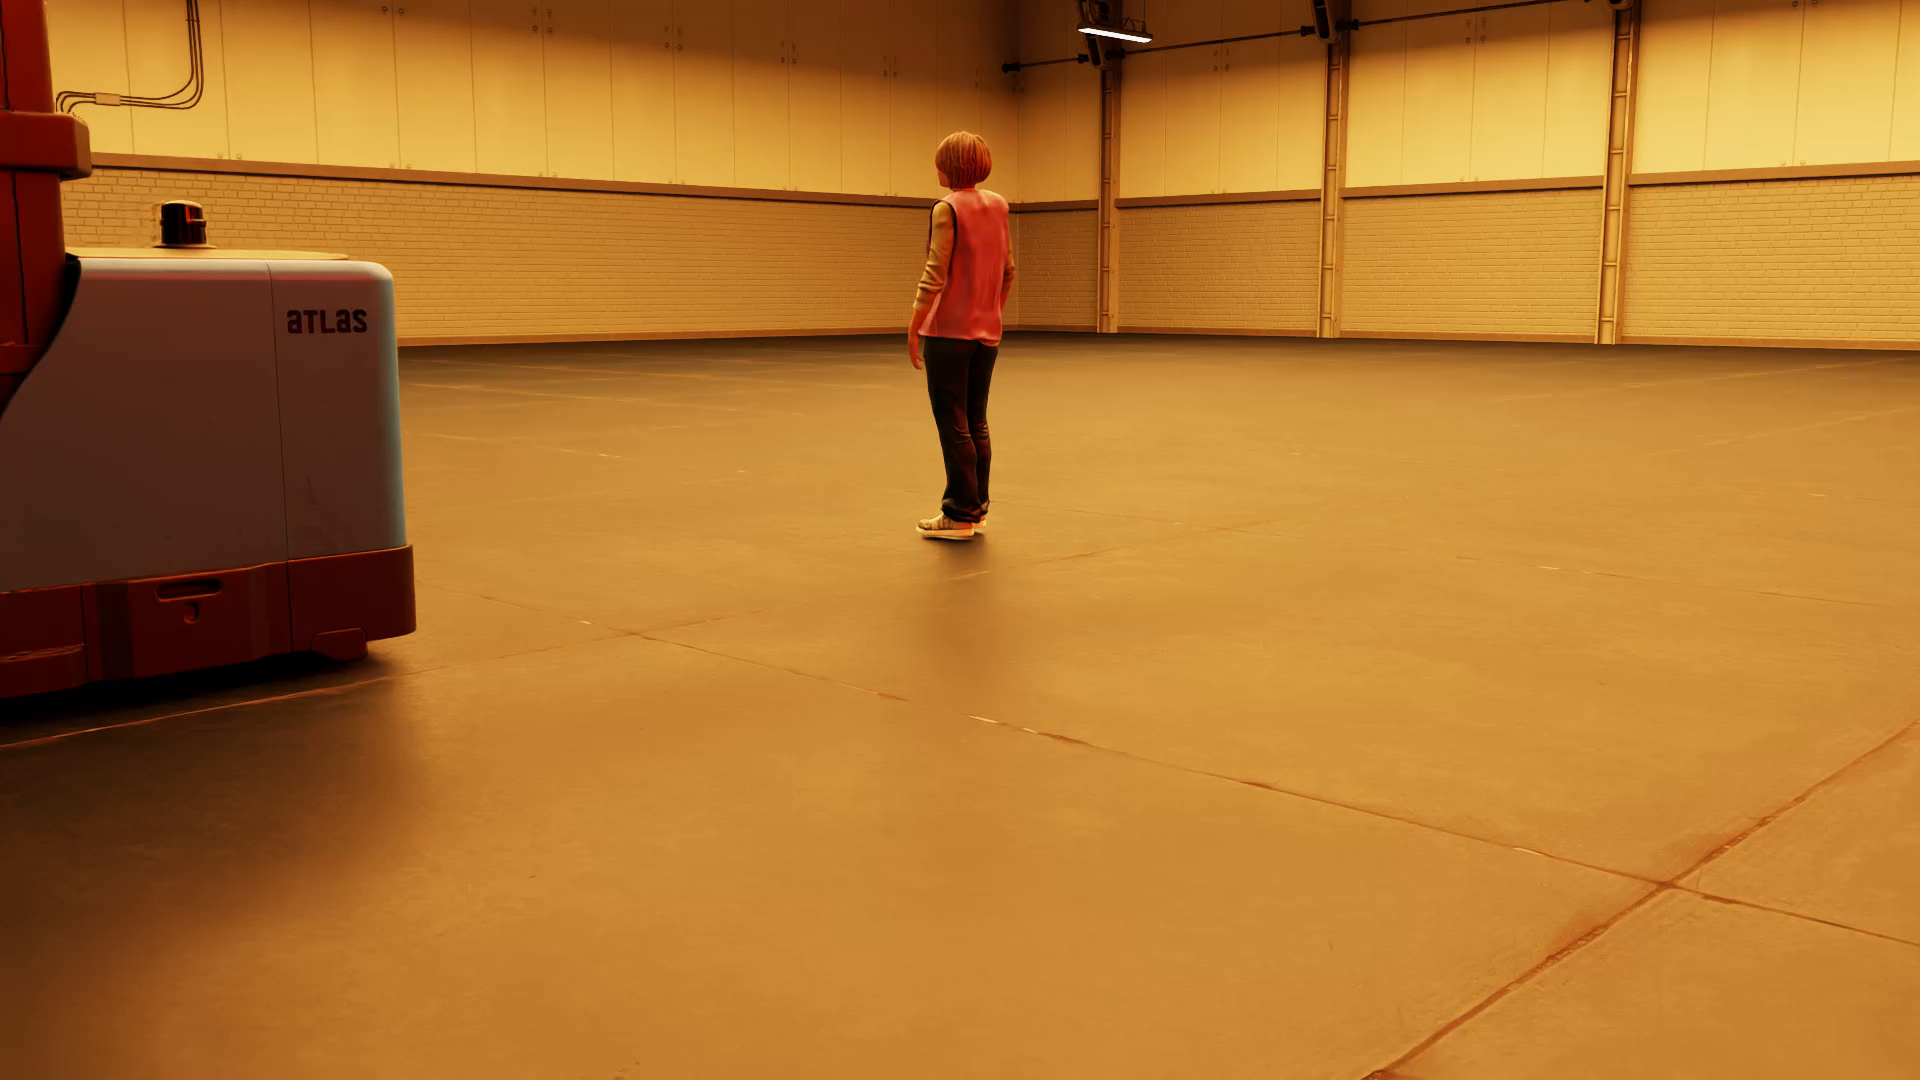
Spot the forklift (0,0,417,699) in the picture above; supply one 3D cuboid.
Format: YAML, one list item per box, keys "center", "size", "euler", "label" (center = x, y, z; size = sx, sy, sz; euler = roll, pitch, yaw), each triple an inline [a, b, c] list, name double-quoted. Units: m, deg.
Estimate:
- center: [-2.910, -1.027, 3.692]
  size: [3.031, 2.935, 1.130]
  euler: [-8, 12, -43]
  label: "forklift"

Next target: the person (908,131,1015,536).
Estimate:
- center: [-0.044, -0.806, 6.658]
  size: [0.473, 1.599, 0.521]
  euler: [8, 12, 43]
  label: "person"
